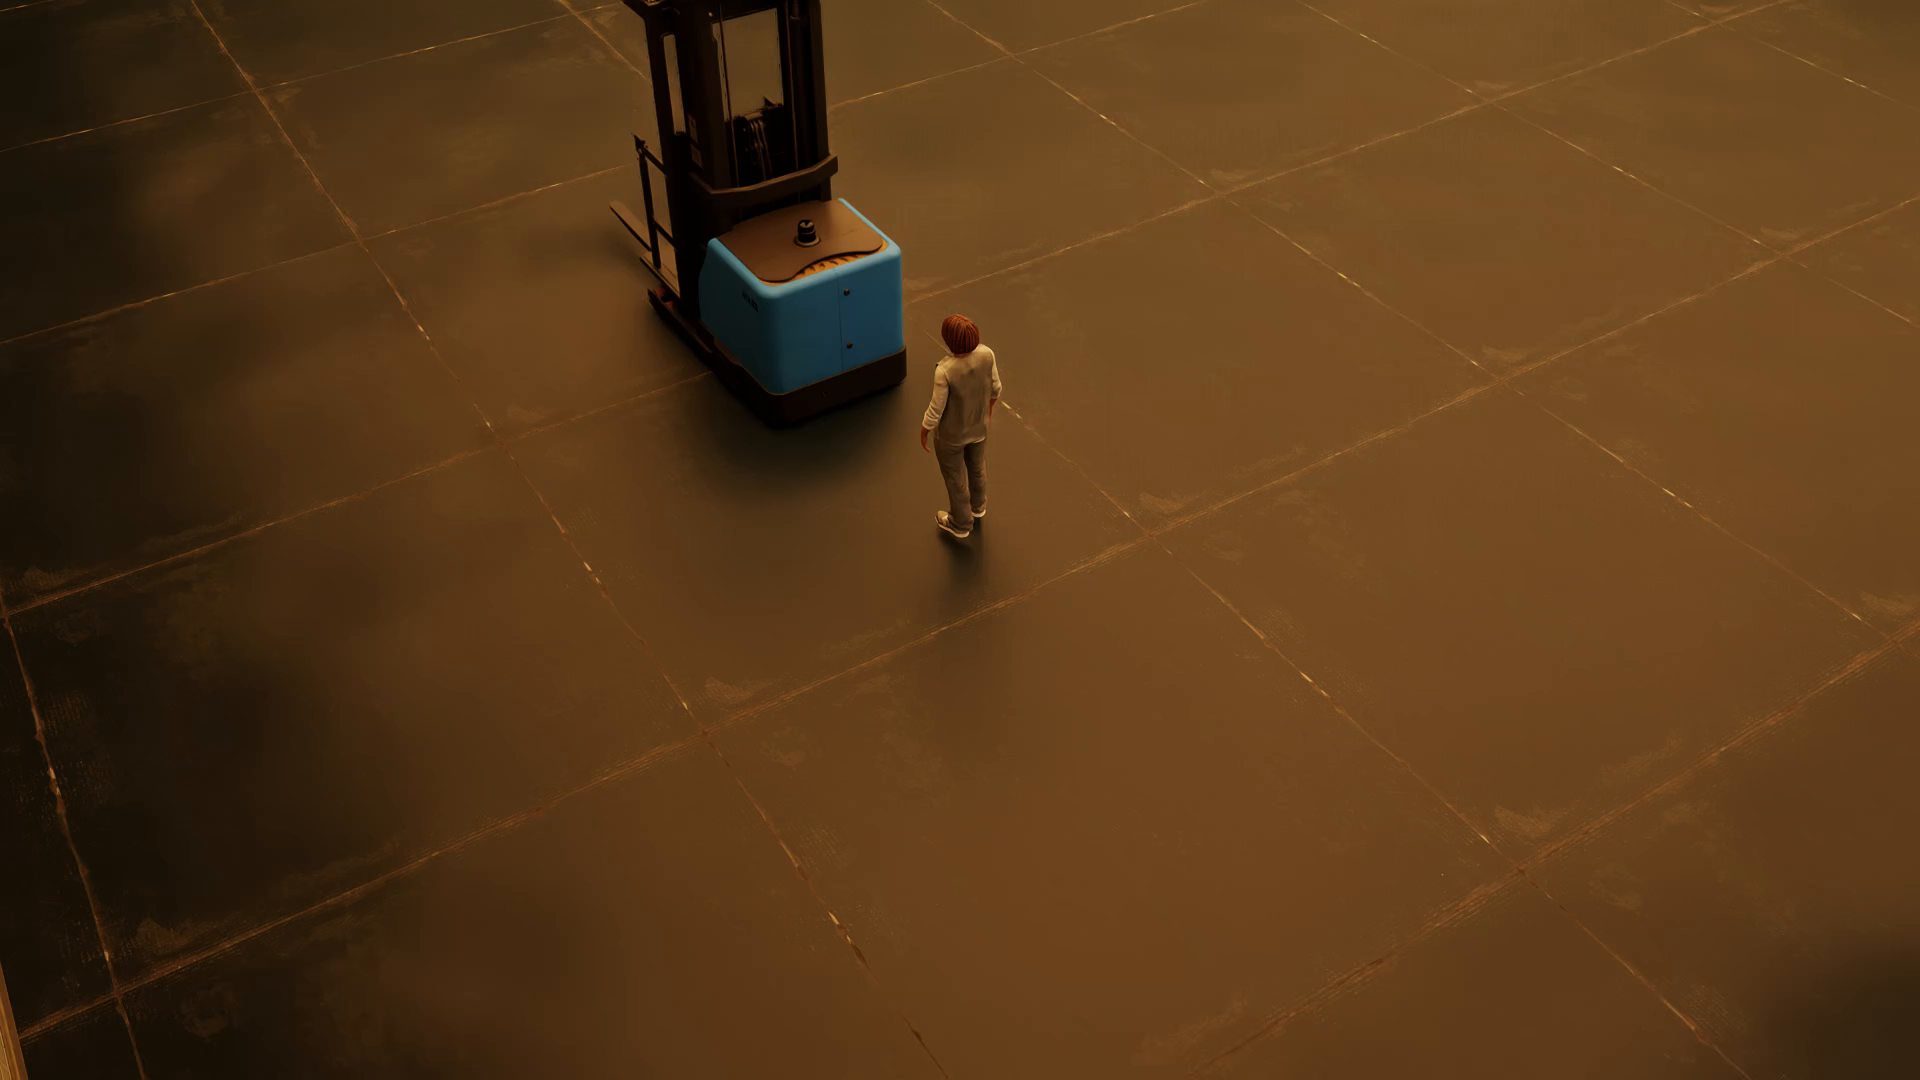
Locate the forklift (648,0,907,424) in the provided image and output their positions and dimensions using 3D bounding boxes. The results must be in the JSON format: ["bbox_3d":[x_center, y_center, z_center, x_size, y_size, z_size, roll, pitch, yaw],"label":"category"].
[{"bbox_3d":[-1.582,-2.800,11.075,1.130,2.935,3.031,-23,46,-24],"label":"forklift"}]

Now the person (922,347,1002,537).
[{"bbox_3d":[-0.032,-0.598,9.677,0.521,1.362,0.459,-23,46,-24],"label":"person"}]
